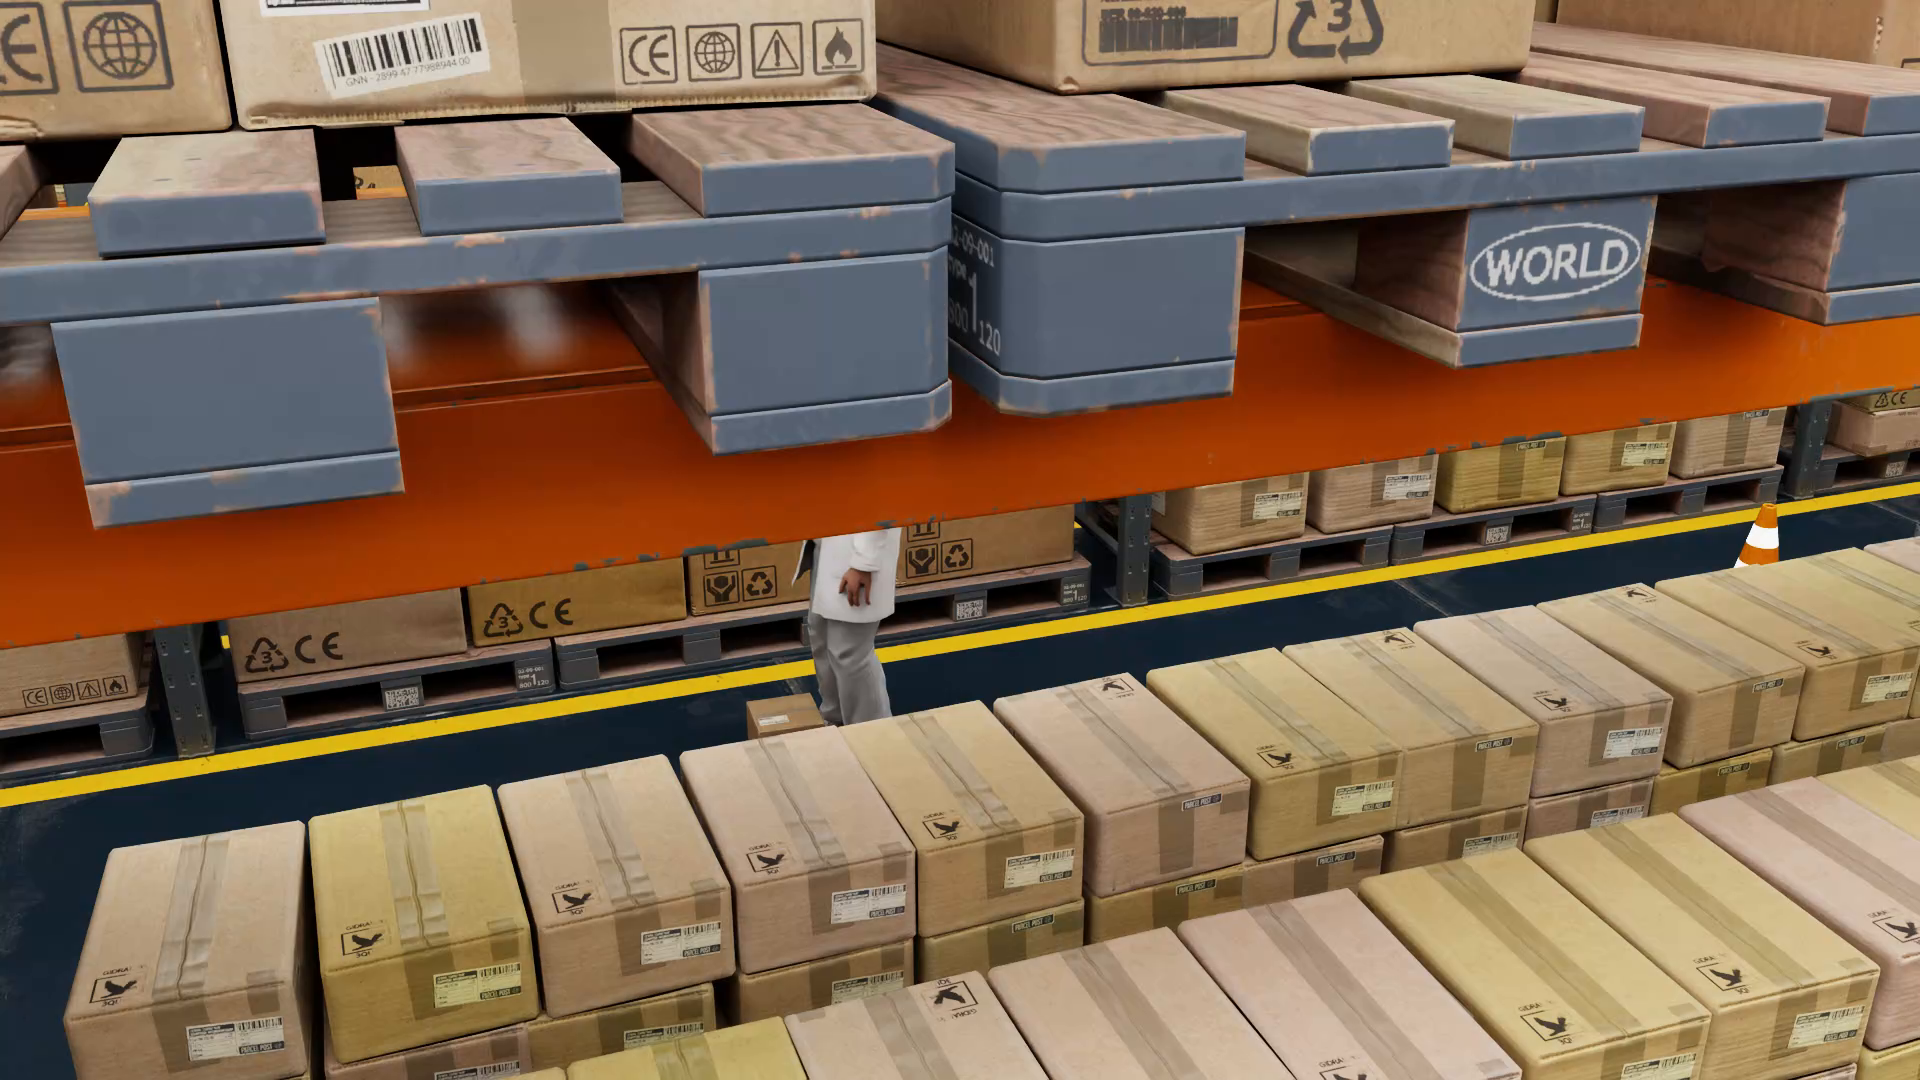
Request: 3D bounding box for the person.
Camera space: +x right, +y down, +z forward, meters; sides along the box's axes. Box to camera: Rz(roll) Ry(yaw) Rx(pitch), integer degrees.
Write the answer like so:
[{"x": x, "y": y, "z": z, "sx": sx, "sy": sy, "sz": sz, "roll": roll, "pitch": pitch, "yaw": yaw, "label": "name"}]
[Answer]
[{"x": -0.422, "y": 0.015, "z": 6.076, "sx": 0.424, "sy": 1.773, "sz": 0.640, "roll": -9, "pitch": 24, "yaw": -20, "label": "person"}]
